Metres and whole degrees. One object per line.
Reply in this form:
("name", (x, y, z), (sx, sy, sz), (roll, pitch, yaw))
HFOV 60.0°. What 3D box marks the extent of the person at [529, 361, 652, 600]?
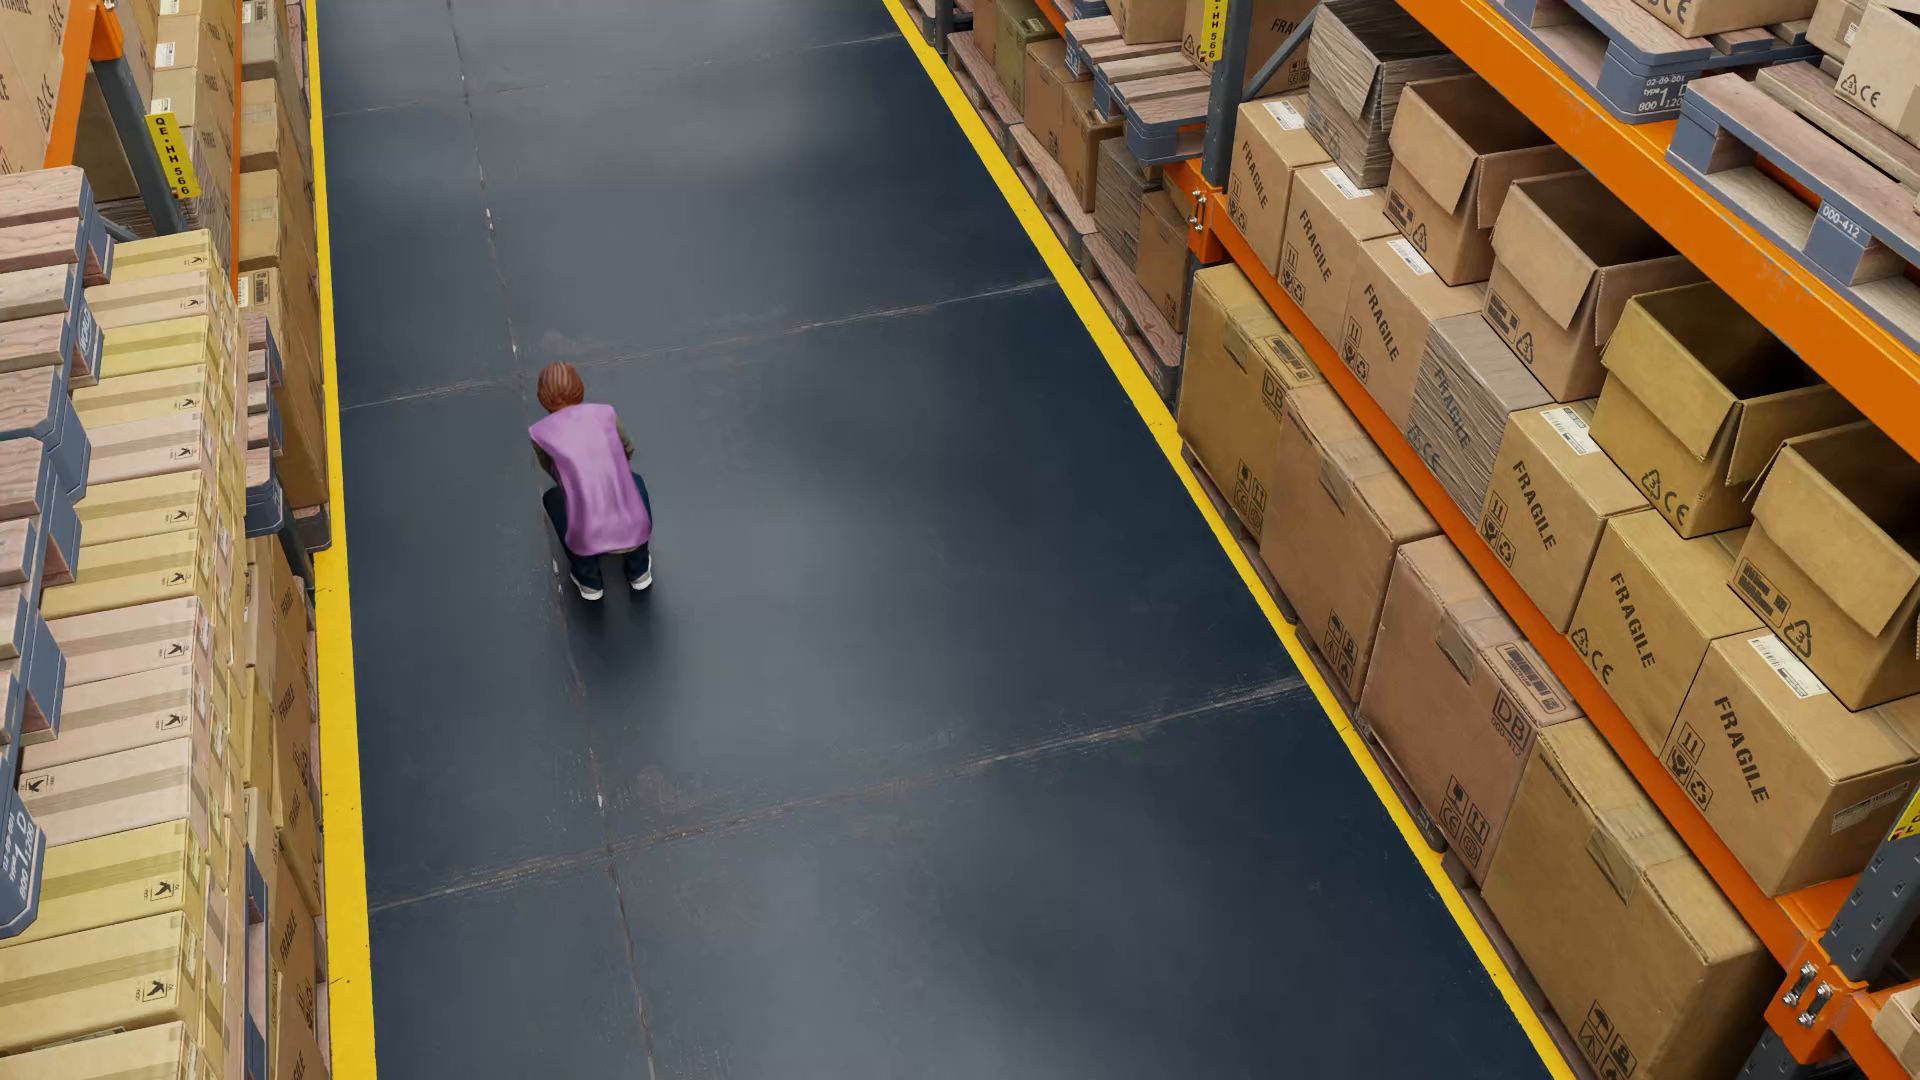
("person", (-1.541, -0.247, 6.962), (0.430, 0.892, 0.814), (-13, 44, -13))
